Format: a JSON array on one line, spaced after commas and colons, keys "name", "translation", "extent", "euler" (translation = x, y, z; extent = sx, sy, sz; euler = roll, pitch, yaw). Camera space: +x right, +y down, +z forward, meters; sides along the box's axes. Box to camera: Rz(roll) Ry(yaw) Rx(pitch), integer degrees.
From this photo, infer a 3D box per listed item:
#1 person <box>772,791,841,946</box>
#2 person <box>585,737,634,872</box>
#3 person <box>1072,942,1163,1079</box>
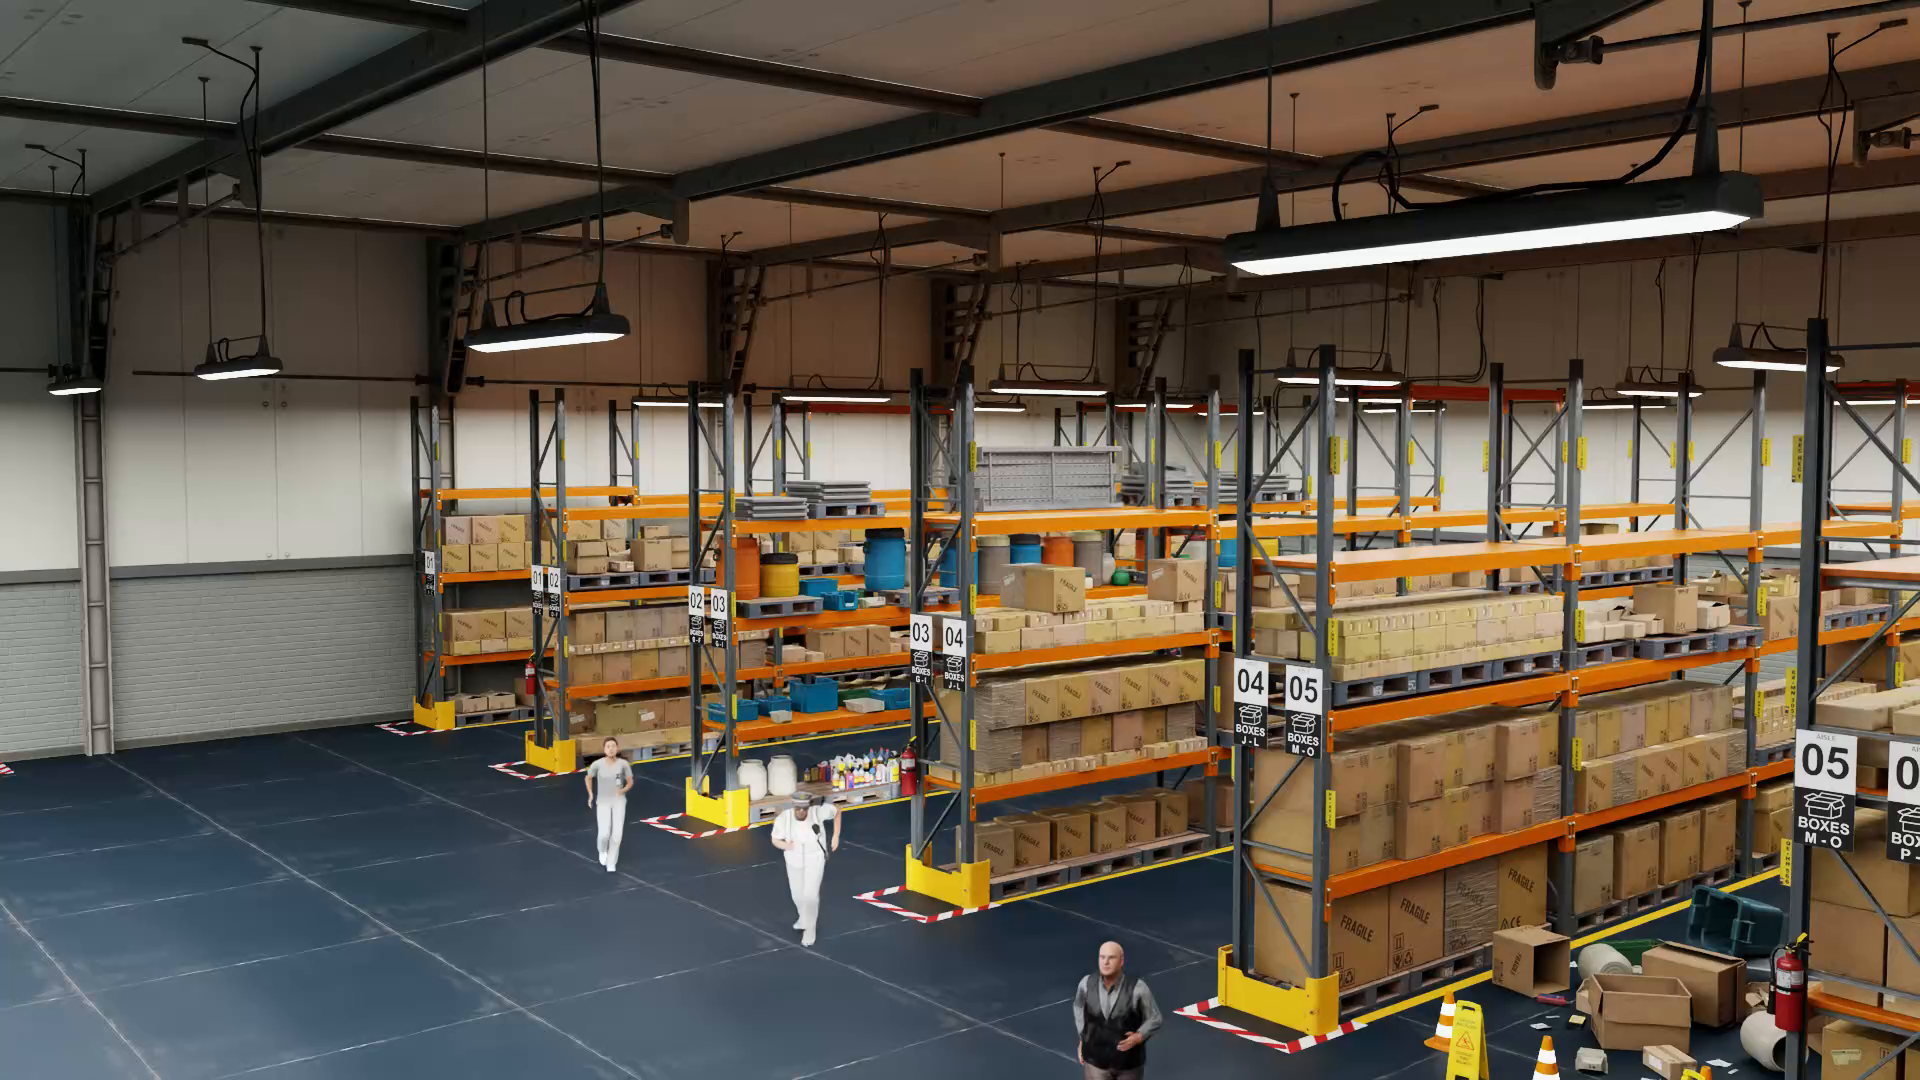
[{"name": "person", "translation": [-1.577, 3.361, 17.174], "extent": [0.698, 1.679, 1.010], "euler": [0, 3, 0]}, {"name": "person", "translation": [-4.176, 3.171, 19.868], "extent": [0.565, 1.624, 0.549], "euler": [-1, 3, -16]}, {"name": "person", "translation": [1.080, 3.632, 11.516], "extent": [0.652, 1.728, 0.862], "euler": [1, 3, 12]}]
